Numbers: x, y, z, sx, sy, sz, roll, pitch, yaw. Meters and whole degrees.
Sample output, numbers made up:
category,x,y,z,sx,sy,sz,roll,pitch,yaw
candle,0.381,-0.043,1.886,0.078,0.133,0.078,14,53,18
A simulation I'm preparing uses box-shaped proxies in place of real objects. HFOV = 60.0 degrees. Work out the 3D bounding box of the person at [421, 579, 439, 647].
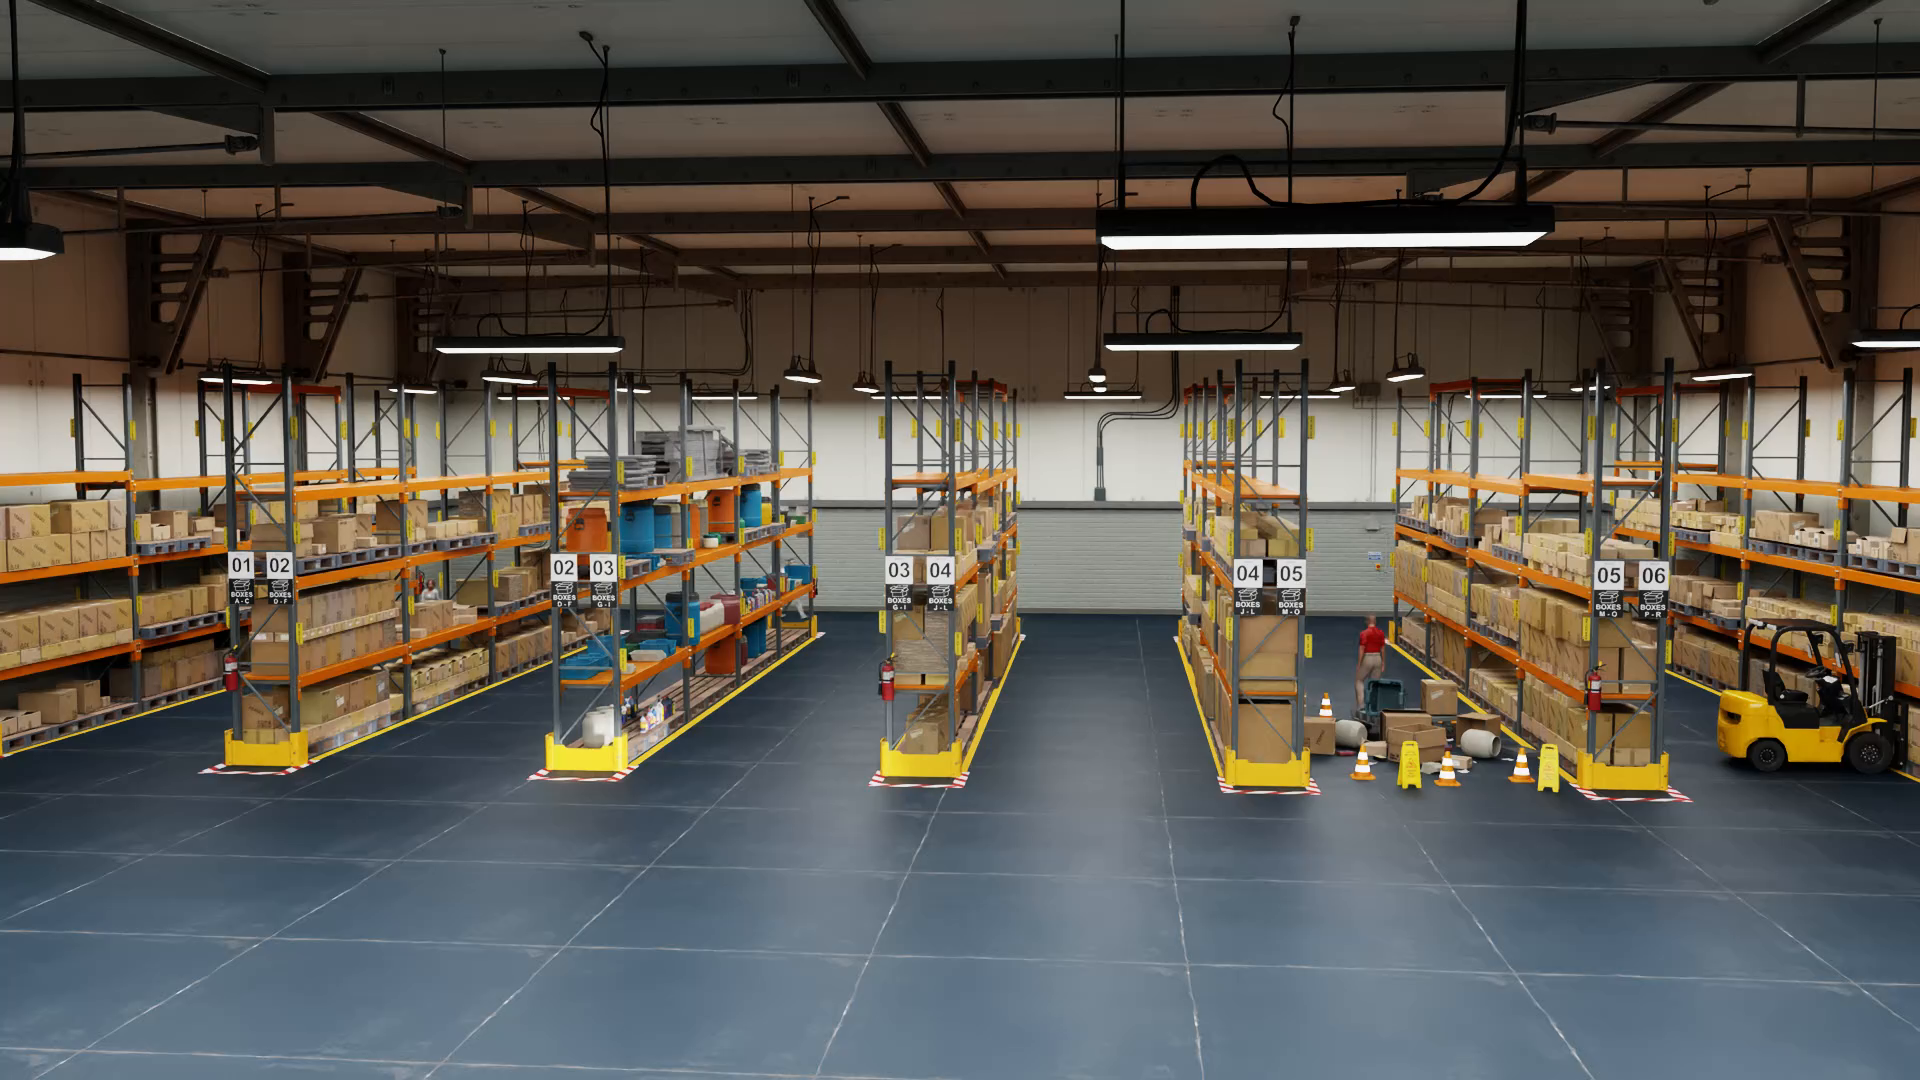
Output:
category,x,y,z,sx,sy,sz,roll,pitch,yaw
person,-12.281,1.667,38.599,0.397,1.551,0.899,0,4,4

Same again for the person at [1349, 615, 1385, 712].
category,x,y,z,sx,sy,sz,roll,pitch,yaw
person,7.290,2.220,29.590,0.626,1.783,0.409,-2,4,-22

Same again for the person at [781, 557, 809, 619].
category,x,y,z,sx,sy,sz,roll,pitch,yaw
person,-4.420,1.265,44.247,1.014,1.636,0.458,1,4,15
